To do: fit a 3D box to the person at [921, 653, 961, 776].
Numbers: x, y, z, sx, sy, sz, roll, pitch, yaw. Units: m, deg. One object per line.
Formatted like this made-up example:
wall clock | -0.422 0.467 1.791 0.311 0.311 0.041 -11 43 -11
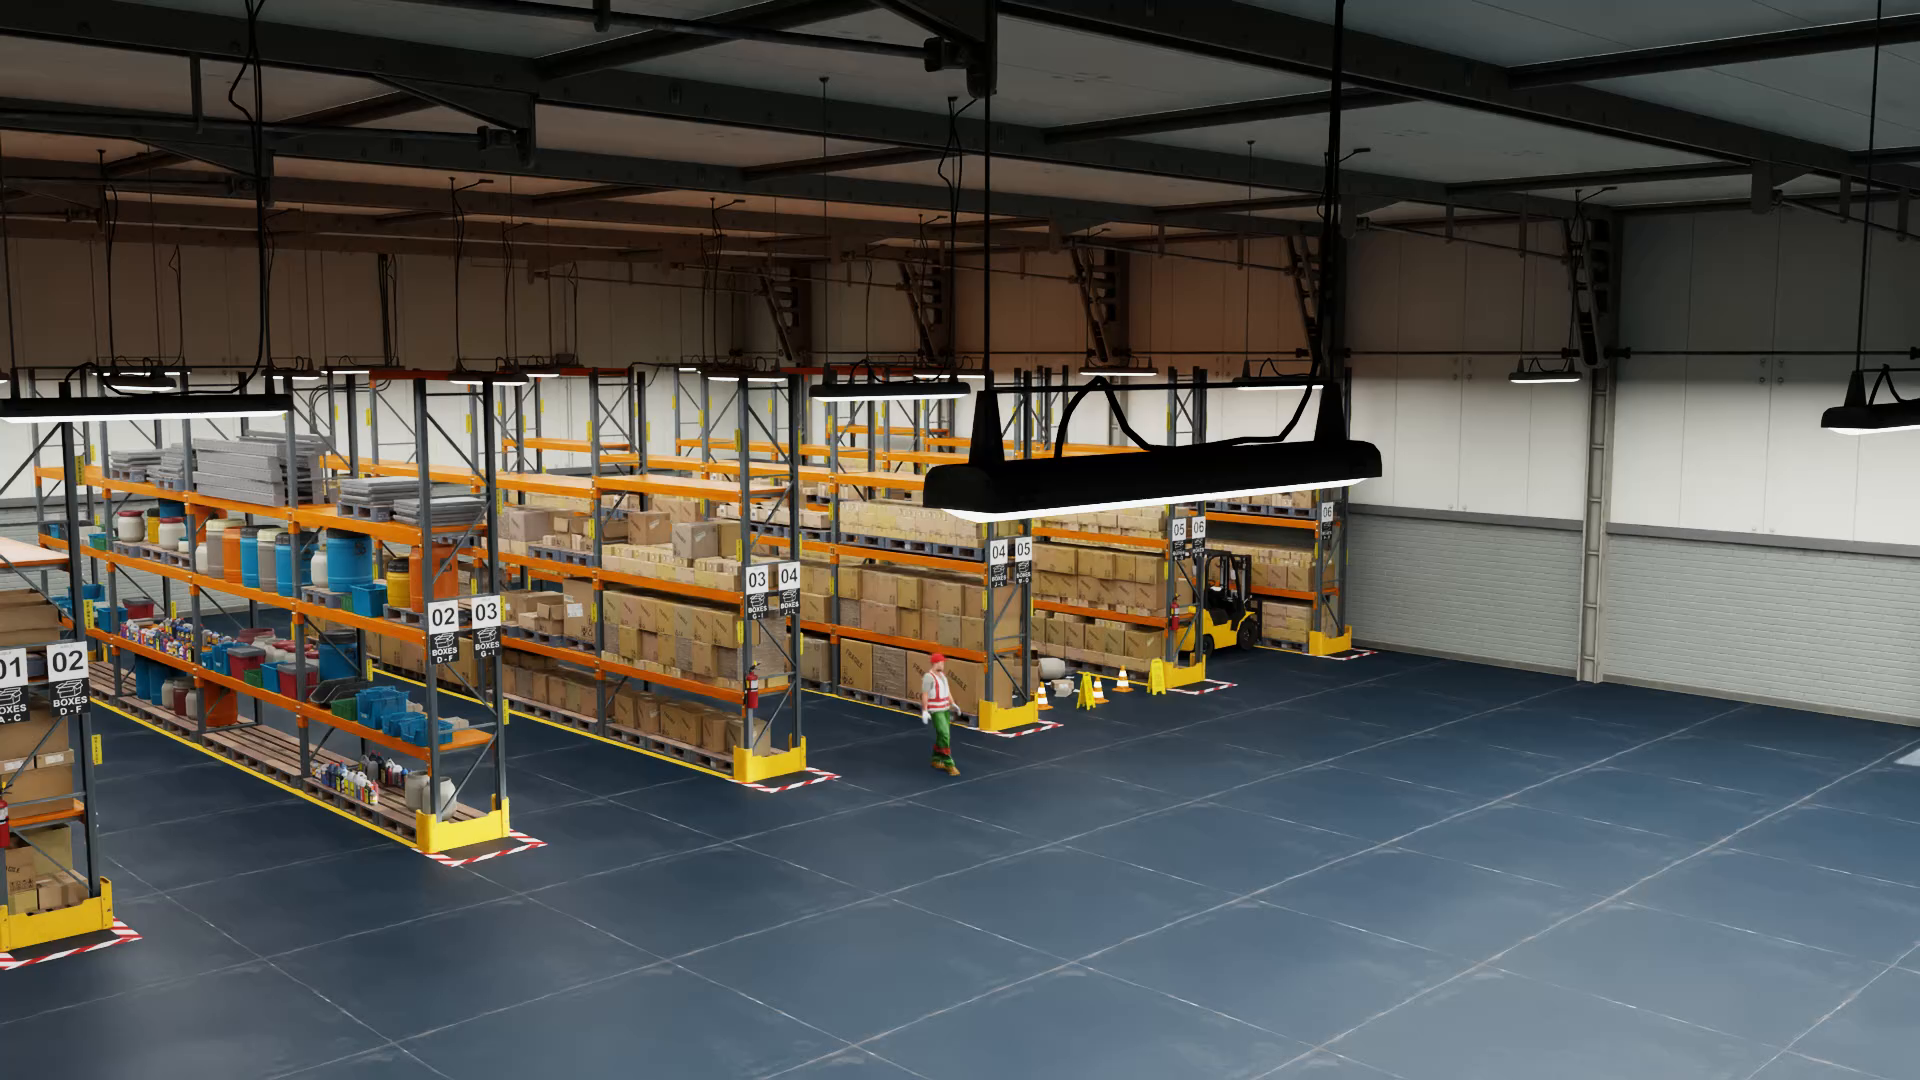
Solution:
person | -0.205 2.619 25.143 0.670 1.805 0.563 4 8 31
